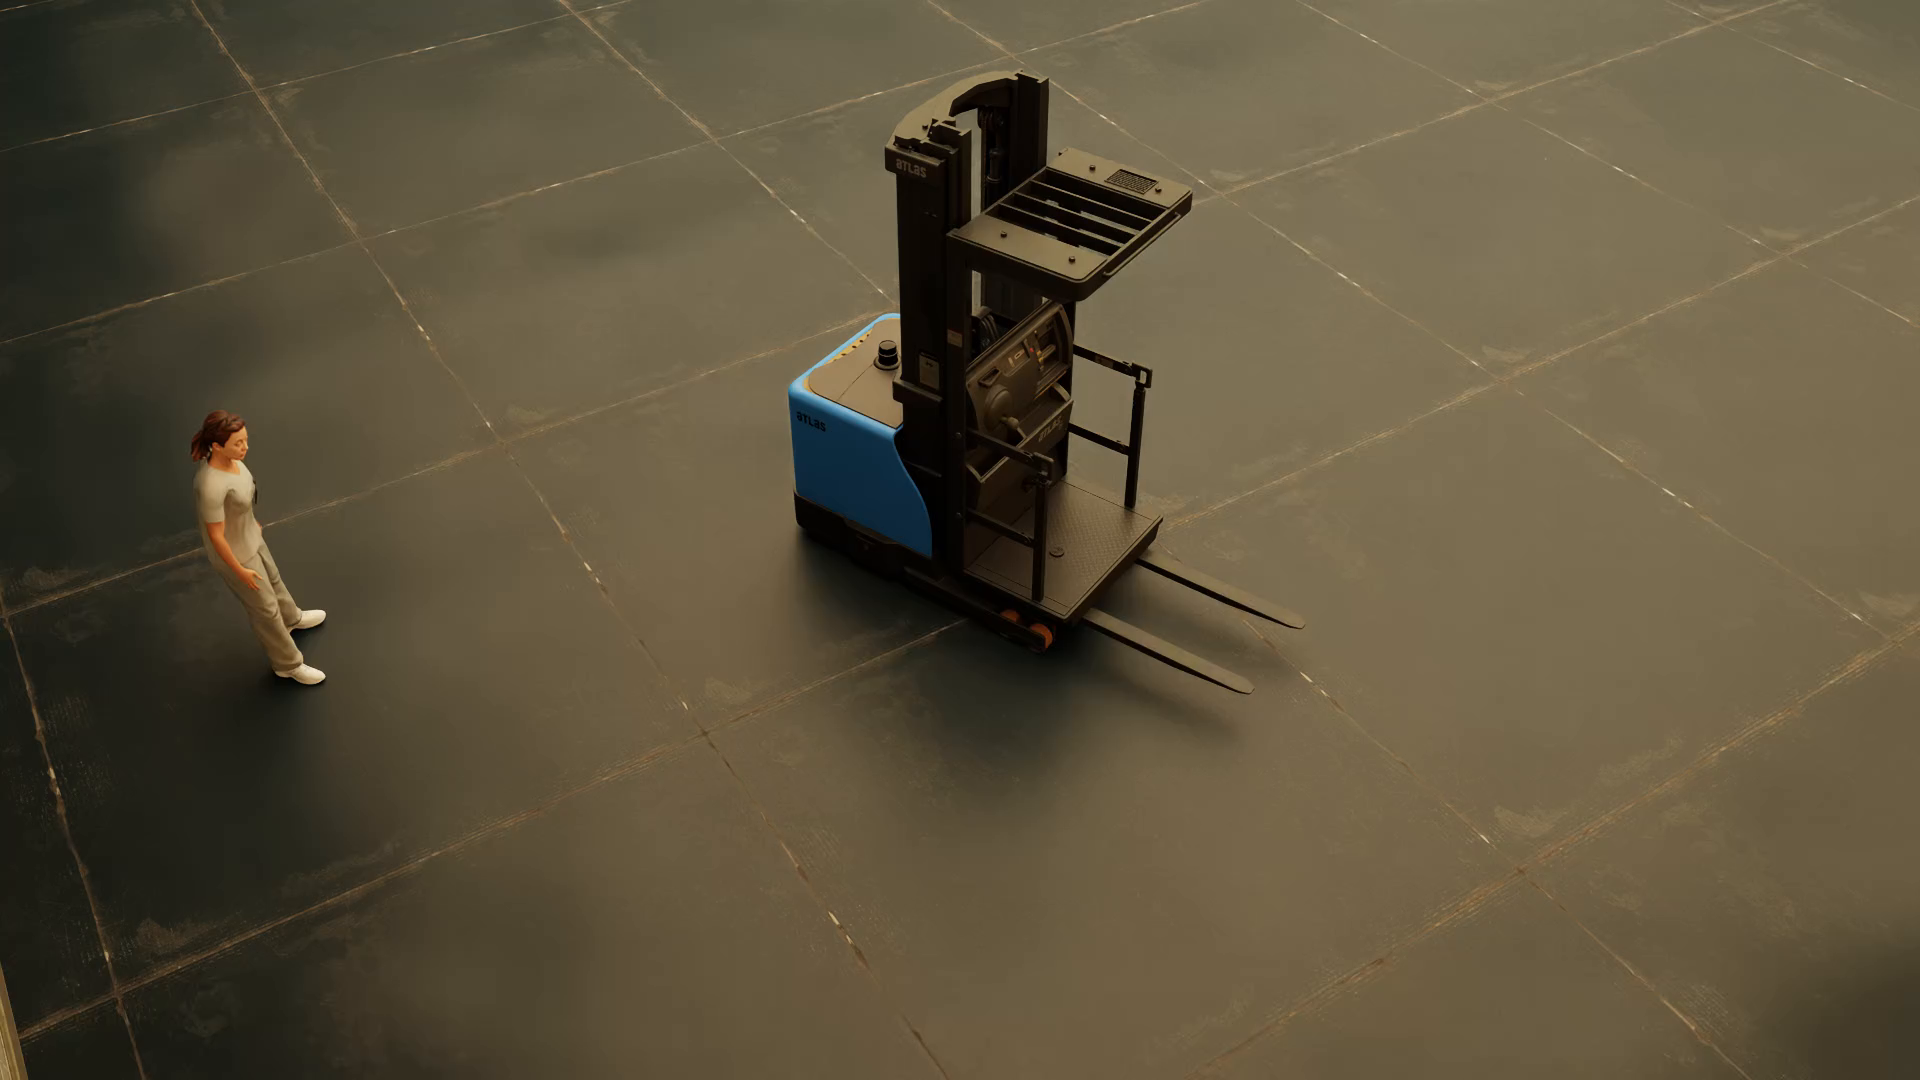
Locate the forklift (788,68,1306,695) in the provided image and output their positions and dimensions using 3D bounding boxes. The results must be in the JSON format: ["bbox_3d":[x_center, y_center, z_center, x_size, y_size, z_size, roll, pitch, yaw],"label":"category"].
[{"bbox_3d":[0.496,-0.872,8.869,3.031,2.935,1.130,25,47,26],"label":"forklift"}]

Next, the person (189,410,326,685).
[{"bbox_3d":[-3.754,0.019,8.811,0.402,1.673,0.611,-7,42,-8],"label":"person"}]
